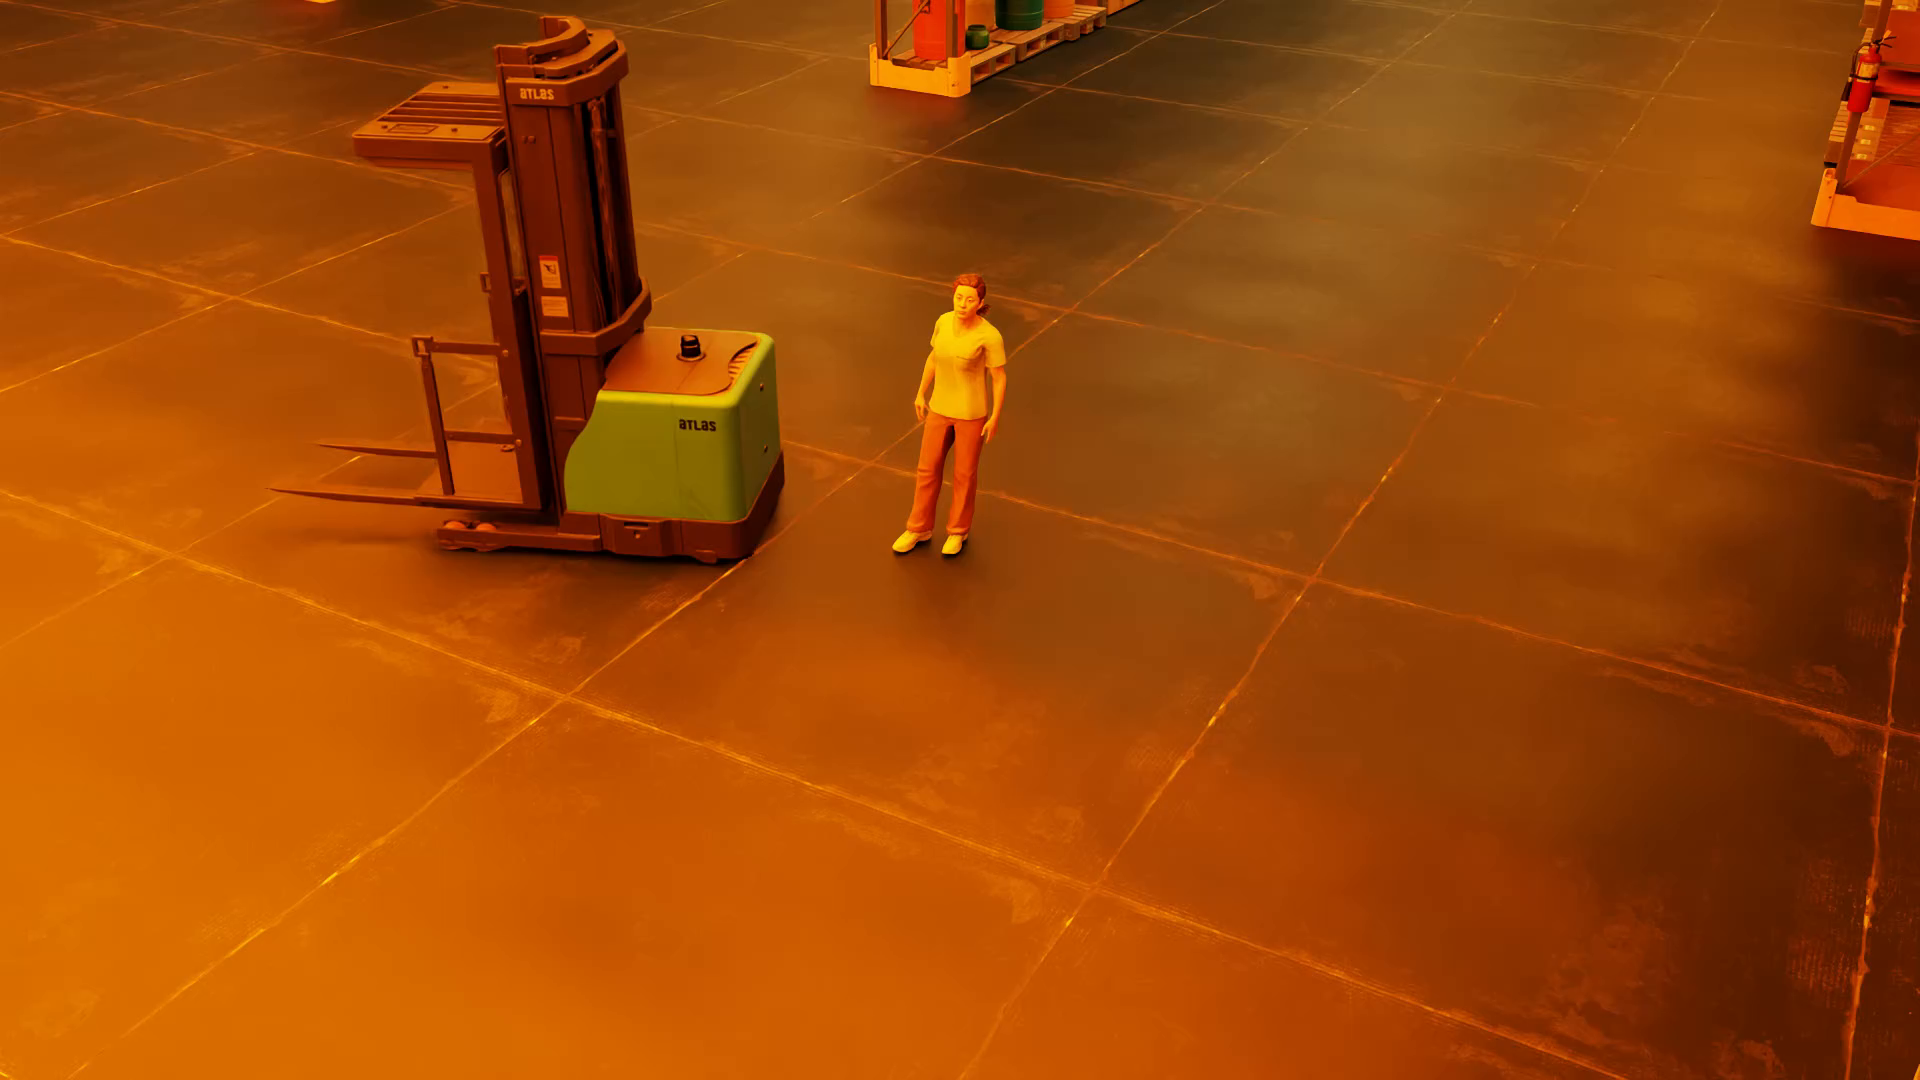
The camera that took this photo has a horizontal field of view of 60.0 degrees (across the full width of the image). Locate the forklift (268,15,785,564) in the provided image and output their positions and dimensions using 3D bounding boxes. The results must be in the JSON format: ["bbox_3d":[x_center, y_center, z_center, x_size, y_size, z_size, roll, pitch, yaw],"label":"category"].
[{"bbox_3d":[-2.663,-1.454,9.590,3.031,2.935,1.130,4,30,7],"label":"forklift"}]

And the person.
[{"bbox_3d":[-0.046,-0.703,9.529,0.553,1.673,0.548,15,33,25],"label":"person"}]
